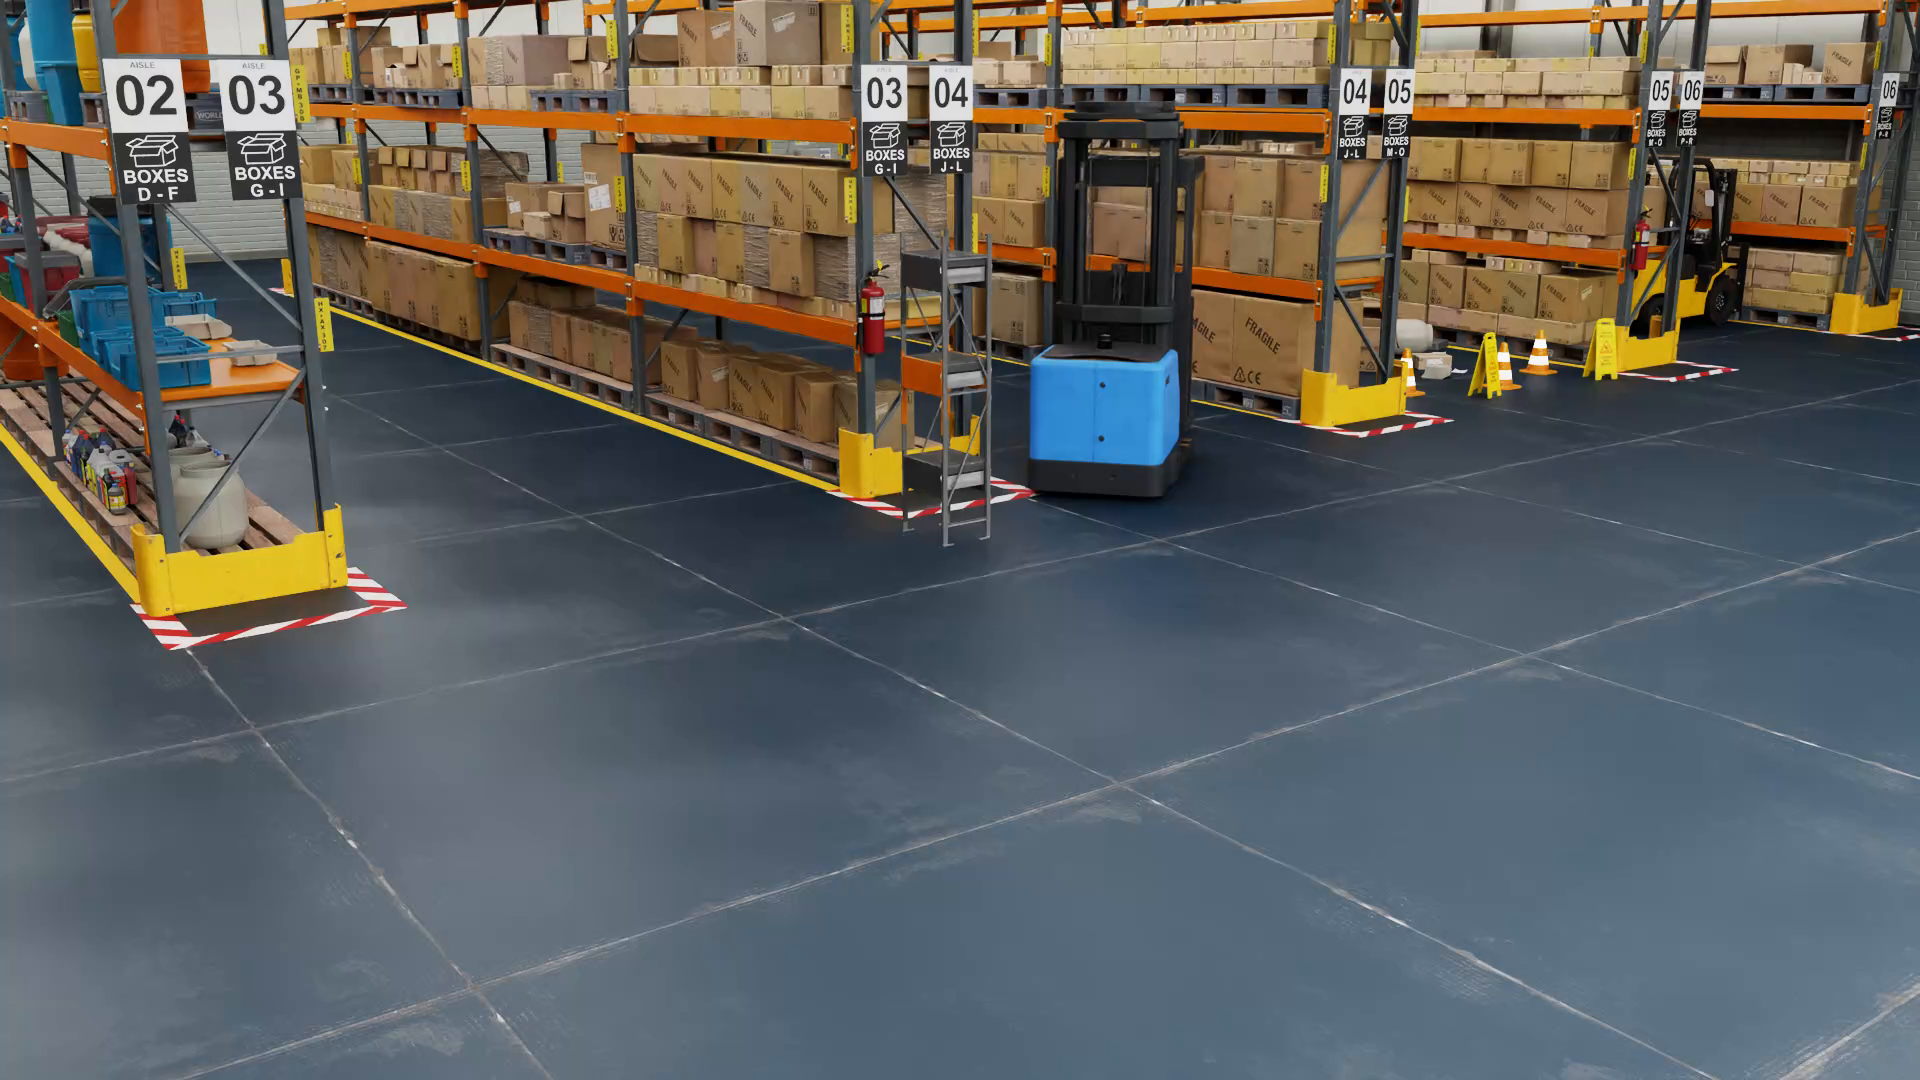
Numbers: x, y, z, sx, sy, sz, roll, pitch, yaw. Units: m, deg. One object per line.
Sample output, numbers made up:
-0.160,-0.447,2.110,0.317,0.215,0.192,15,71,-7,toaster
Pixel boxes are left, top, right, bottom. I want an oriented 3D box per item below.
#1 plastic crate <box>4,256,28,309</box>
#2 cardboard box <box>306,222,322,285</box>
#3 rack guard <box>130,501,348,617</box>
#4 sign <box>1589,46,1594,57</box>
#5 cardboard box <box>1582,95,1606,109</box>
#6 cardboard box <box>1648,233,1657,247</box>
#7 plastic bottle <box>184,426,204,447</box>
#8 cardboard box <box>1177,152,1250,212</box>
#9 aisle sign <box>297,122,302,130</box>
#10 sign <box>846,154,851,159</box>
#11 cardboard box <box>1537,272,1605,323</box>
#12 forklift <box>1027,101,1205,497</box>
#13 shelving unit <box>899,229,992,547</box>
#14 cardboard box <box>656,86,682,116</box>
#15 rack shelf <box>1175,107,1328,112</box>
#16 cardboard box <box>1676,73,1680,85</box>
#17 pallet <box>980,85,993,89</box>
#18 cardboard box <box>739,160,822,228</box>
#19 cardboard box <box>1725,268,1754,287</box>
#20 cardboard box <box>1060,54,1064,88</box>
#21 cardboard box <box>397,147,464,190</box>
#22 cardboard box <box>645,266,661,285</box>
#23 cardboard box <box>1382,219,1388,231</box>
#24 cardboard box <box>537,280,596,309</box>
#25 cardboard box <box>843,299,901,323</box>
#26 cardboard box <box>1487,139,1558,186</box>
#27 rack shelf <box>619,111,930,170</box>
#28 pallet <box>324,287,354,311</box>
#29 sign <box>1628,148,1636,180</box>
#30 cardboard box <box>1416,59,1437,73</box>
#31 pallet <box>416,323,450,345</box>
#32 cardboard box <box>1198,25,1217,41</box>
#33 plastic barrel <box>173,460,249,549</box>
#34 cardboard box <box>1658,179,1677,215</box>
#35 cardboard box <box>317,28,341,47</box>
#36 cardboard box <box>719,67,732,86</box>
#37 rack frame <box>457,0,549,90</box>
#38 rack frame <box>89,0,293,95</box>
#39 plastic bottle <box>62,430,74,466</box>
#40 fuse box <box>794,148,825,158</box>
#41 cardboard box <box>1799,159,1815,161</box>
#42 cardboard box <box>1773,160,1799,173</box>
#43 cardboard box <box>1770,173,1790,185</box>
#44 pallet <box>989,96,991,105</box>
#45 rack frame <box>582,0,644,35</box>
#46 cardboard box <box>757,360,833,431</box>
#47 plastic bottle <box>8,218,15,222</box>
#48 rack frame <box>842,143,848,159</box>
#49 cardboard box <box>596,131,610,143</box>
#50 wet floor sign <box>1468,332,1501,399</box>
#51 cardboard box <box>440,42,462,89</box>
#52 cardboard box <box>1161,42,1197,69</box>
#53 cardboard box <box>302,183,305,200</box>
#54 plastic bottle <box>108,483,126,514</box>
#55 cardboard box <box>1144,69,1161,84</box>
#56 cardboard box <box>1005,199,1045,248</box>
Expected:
-7.602,-2.133,13.718,0.392,0.384,0.575,-11,19,-35,plastic crate
-9.310,-4.338,24.974,0.875,0.875,0.875,-11,19,-35,cardboard box
-4.433,0.097,10.274,1.175,0.500,0.348,-11,19,-35,rack guard
8.900,-6.794,23.458,0.100,0.325,0.005,-11,19,-35,sign
7.064,-4.813,18.273,0.380,0.149,0.250,-11,19,-34,cardboard box
7.640,-3.390,18.756,0.380,0.149,0.250,-11,19,-34,cardboard box
-5.787,-0.685,12.583,0.144,0.351,0.185,-11,19,-35,plastic bottle
2.507,-3.632,16.834,0.875,0.550,0.500,-11,19,-35,cardboard box
-10.036,-6.508,24.746,0.394,0.787,0.004,-11,19,-35,aisle sign
-1.409,-4.759,21.238,0.100,0.325,0.005,-11,19,-35,sign
6.990,-2.775,19.026,0.500,0.500,0.500,-11,19,-34,cardboard box
1.378,-2.080,13.624,1.130,2.935,3.031,4,16,14,forklift
-0.097,-1.048,11.428,0.431,2.100,0.503,-11,19,-35,shelving unit
-2.323,-3.849,14.558,0.500,0.250,0.500,-11,19,-35,cardboard box
4.145,-5.788,22.720,1.077,0.370,4.000,-11,19,-35,rack shelf
9.803,-6.301,22.725,0.380,0.149,0.250,-10,18,-33,cardboard box
0.144,-7.549,27.962,1.003,0.211,1.213,-11,19,-35,pallet
-1.458,-2.834,13.603,0.500,0.500,0.500,-11,19,-35,cardboard box
10.539,-3.566,22.390,0.500,0.250,0.500,-11,19,-36,cardboard box
1.698,-7.144,25.328,0.500,0.500,0.500,-11,19,-34,cardboard box
-6.623,-4.679,20.901,0.797,0.503,0.637,-11,19,-34,cardboard box
-2.676,-2.453,15.333,0.380,0.149,0.250,-11,19,-35,cardboard box
5.437,-3.977,20.899,0.380,0.149,0.250,-10,18,-33,cardboard box
-4.309,-2.695,18.221,0.500,0.250,0.500,-8,17,-28,cardboard box
-0.678,-1.776,12.859,0.380,0.149,0.250,-11,19,-35,cardboard box
6.521,-4.358,19.169,0.700,0.500,0.500,-11,19,-35,cardboard box
-1.520,-3.395,13.979,1.077,0.370,4.000,-11,19,-35,rack shelf
-8.505,-3.521,24.041,1.003,0.211,1.213,-11,19,-35,pallet
7.212,-4.036,17.847,0.100,0.325,0.005,-11,19,-35,sign
5.699,-5.684,19.944,0.380,0.149,0.250,-11,19,-35,cardboard box
-6.163,-2.672,20.939,1.003,0.211,1.213,-11,19,-35,pallet
2.508,-4.868,15.980,0.380,0.149,0.250,-11,19,-35,cardboard box
-4.799,-0.231,10.654,0.421,0.512,0.421,0,15,0,plastic barrel
10.001,-4.728,22.980,0.500,0.500,0.500,-11,19,-35,cardboard box
-8.572,-6.959,23.045,0.500,0.250,0.500,-12,19,-36,cardboard box
-1.777,-3.850,13.806,0.380,0.149,0.250,-10,18,-33,cardboard box
-5.047,-6.470,18.170,1.000,3.000,0.127,-11,19,-35,rack frame
-4.350,-3.993,9.119,1.000,3.000,0.127,-11,19,-35,rack frame
-6.869,-0.714,12.837,0.097,0.271,0.097,0,15,0,plastic bottle
-3.285,-7.697,36.457,0.539,1.711,0.414,-11,19,-35,fuse box
11.234,-4.958,22.026,0.380,0.149,0.250,-11,19,-34,cardboard box
10.872,-4.890,21.780,0.380,0.149,0.250,-11,19,-34,cardboard box
10.841,-4.739,21.790,0.380,0.149,0.250,-11,19,-35,cardboard box
0.105,-5.313,19.982,1.003,0.211,1.213,-10,18,-32,pallet
-5.680,-8.927,27.145,1.000,3.000,0.127,-11,19,-35,rack frame
-1.429,-1.260,14.437,0.500,0.500,0.500,-9,18,-29,cardboard box
-10.912,-3.568,19.166,0.152,0.276,0.135,-11,19,-35,plastic bottle
-1.735,-6.823,30.823,1.000,3.000,0.127,-11,19,-35,rack frame
-5.631,-6.570,27.252,0.500,0.500,0.500,-11,19,-35,cardboard box
5.346,-1.782,16.865,0.232,0.644,0.267,14,21,42,wet floor sign
-5.464,-5.395,18.932,0.797,0.503,0.637,-10,18,-31,cardboard box
2.330,-4.768,16.370,0.500,0.250,0.500,-11,19,-34,cardboard box
-9.376,-5.102,24.254,0.500,0.250,0.500,-11,19,-35,cardboard box
-5.784,-0.286,11.407,0.097,0.201,0.097,0,15,0,plastic bottle
2.065,-4.645,16.674,0.380,0.149,0.250,-11,19,-34,cardboard box
0.853,-3.589,18.817,0.500,0.500,0.500,-11,19,-35,cardboard box
